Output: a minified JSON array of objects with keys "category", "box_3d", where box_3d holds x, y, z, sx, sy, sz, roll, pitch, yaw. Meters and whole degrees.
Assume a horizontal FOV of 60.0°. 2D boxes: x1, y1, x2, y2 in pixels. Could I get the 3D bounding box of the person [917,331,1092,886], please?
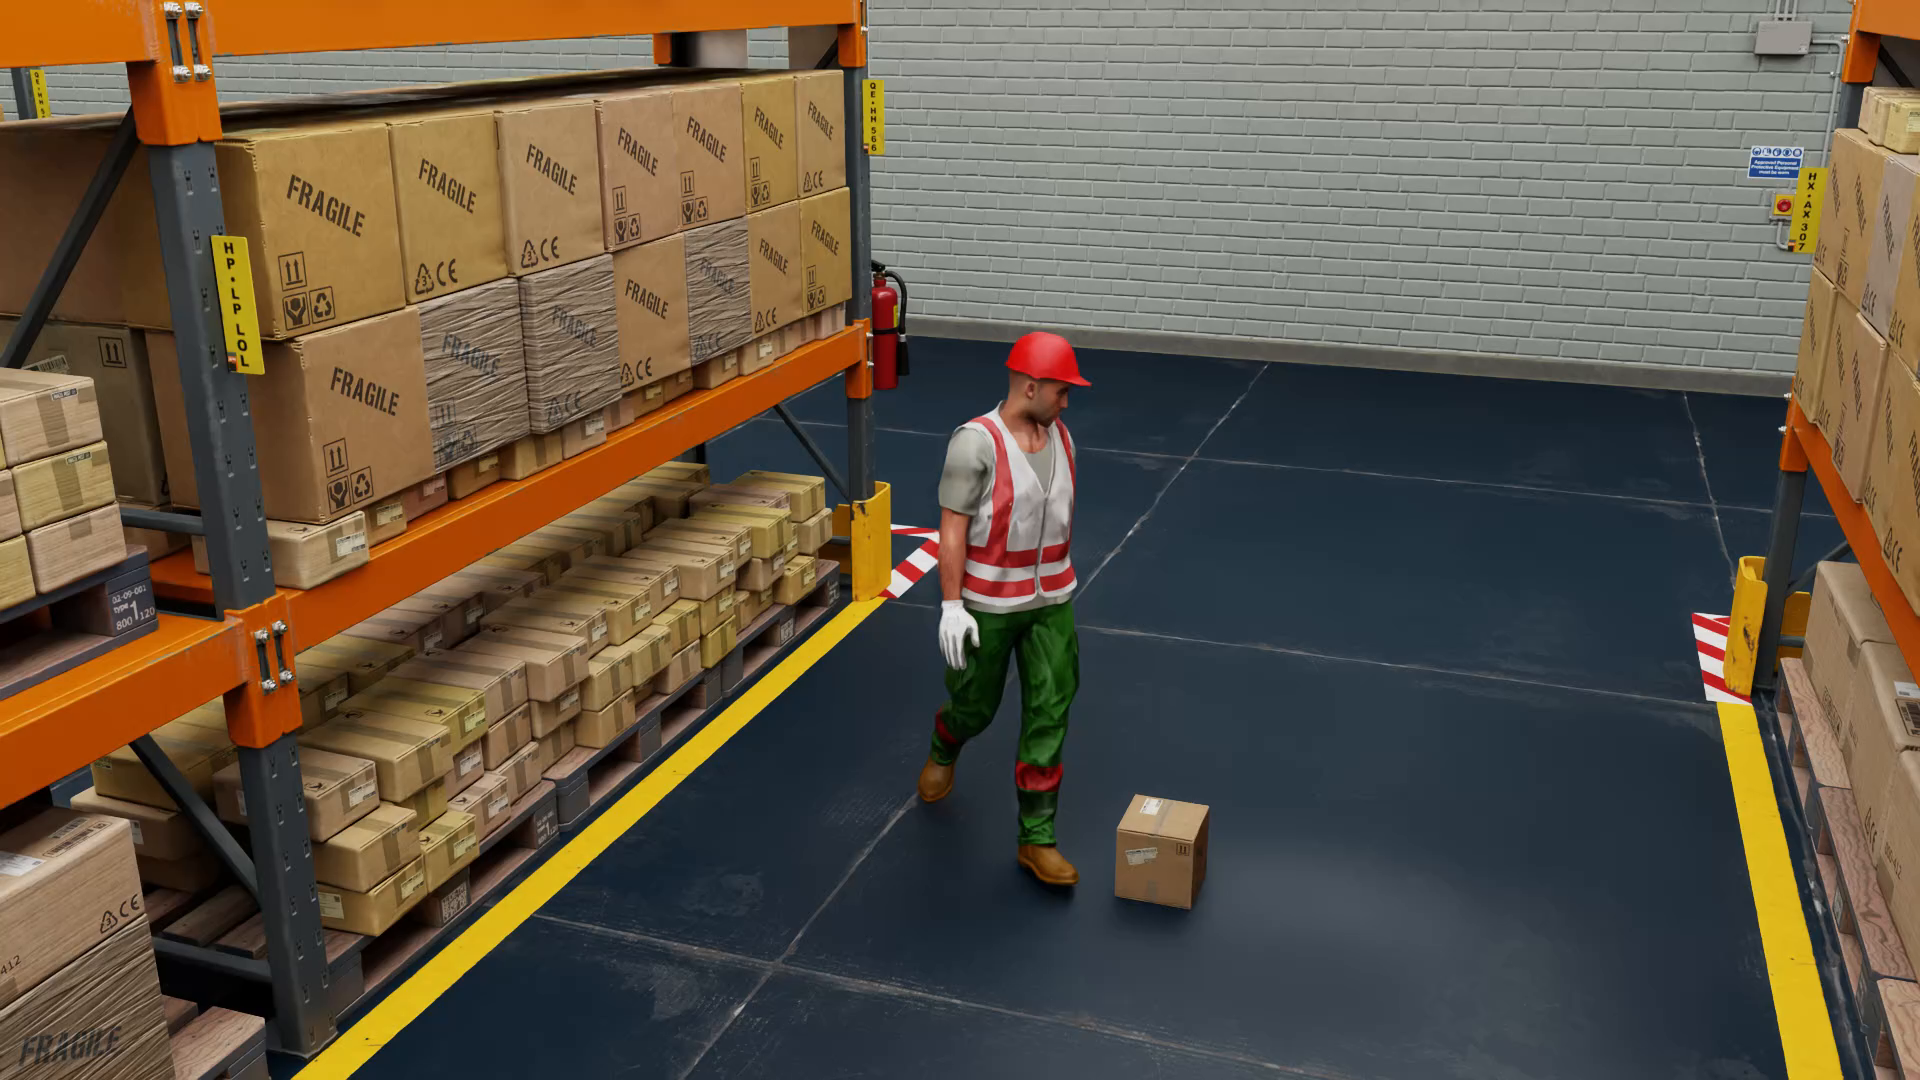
[{"category":"person","box_3d":[0.139,0.197,5.442,0.602,1.763,0.880,-10,21,-27]}]
